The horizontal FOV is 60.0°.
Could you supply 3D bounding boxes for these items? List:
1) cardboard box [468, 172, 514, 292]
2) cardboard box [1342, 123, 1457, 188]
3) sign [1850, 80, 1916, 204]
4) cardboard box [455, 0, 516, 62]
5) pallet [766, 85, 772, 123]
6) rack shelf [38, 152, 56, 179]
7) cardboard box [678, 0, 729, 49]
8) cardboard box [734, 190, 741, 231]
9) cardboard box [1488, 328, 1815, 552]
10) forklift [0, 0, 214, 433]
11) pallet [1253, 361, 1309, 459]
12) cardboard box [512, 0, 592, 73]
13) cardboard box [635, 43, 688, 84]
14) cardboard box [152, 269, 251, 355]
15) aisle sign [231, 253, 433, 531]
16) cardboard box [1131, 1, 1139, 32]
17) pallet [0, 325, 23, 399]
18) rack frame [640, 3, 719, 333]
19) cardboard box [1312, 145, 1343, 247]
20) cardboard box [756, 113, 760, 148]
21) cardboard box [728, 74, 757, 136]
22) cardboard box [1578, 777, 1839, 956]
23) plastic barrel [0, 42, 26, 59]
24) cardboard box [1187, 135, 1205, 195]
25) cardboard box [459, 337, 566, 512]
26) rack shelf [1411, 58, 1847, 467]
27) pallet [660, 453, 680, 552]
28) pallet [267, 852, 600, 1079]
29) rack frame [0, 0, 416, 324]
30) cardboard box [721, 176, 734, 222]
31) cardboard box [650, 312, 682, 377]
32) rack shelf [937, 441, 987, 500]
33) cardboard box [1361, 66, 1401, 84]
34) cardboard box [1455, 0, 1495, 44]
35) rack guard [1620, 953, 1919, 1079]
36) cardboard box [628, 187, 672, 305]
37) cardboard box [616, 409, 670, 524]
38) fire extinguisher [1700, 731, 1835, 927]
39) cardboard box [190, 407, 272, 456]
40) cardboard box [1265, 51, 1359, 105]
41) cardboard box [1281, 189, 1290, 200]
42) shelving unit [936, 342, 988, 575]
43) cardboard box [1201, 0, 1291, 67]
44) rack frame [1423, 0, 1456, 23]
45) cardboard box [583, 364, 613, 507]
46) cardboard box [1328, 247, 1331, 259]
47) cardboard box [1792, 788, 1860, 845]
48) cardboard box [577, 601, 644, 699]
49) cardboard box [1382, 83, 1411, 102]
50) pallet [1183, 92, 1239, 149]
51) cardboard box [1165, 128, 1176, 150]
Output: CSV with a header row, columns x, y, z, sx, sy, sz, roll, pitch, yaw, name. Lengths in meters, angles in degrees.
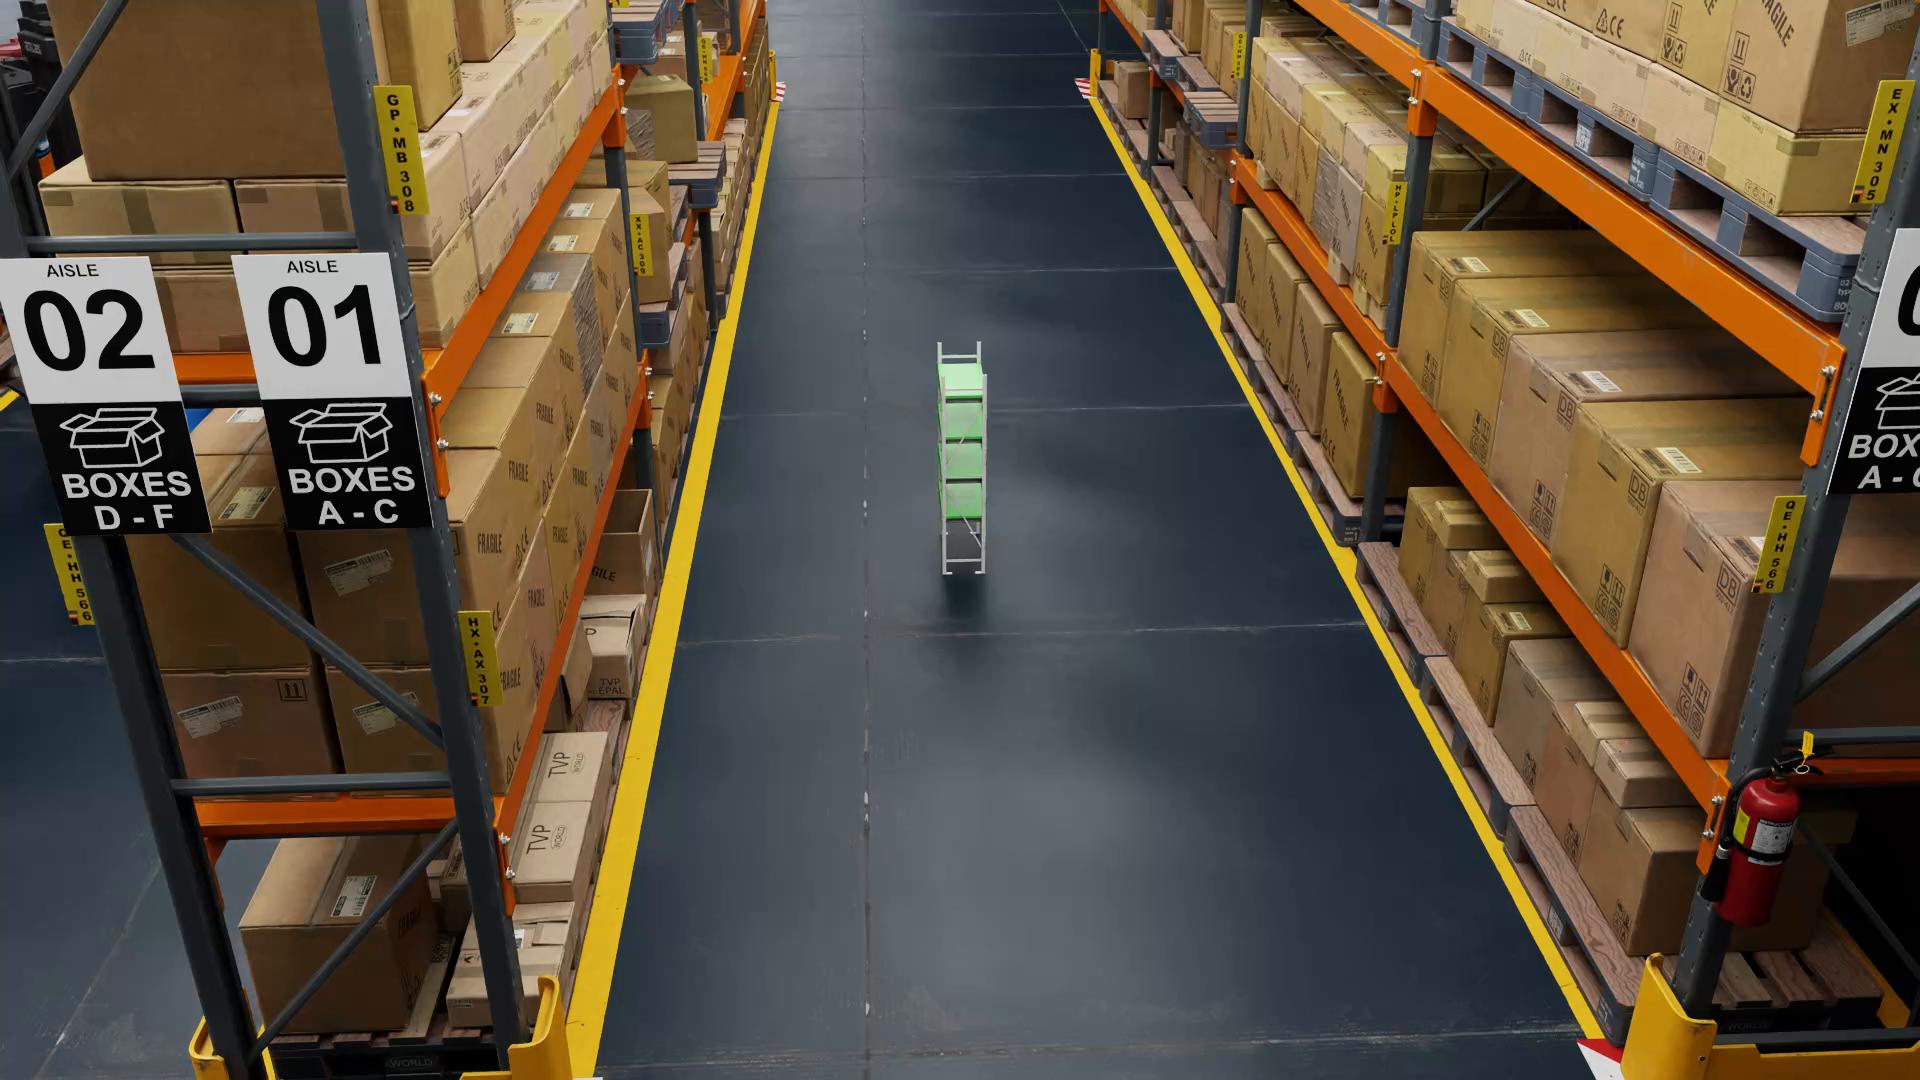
x,y,z,sx,sy,sz,roll,pitch,yaw,name
-1.741,-0.989,5.321,0.500,0.250,0.500,-1,28,-3,cardboard box
2.486,-2.183,9.430,0.500,0.250,0.500,-1,28,-2,cardboard box
2.449,-1.053,4.410,0.100,0.325,0.005,-1,28,-3,sign
-2.005,-2.000,5.908,0.700,0.500,0.500,-1,28,-3,cardboard box
-2.708,-5.051,19.207,1.003,0.211,1.213,-1,28,-3,pallet
-7.424,-3.432,13.865,1.077,0.370,4.000,-1,28,-3,rack shelf
-2.611,-5.042,16.065,0.700,0.500,0.500,-2,28,-4,cardboard box
-2.193,-2.870,14.529,0.500,0.250,0.500,-1,28,-2,cardboard box
2.876,-0.429,7.004,0.980,0.700,0.700,-3,28,-5,cardboard box
-5.119,-1.854,10.136,3.031,2.935,1.130,21,34,34,forklift
2.601,-0.902,11.252,1.003,0.211,1.213,-1,28,-3,pallet
-1.844,-2.134,6.977,0.500,0.250,0.500,-1,28,-3,cardboard box
-2.476,-3.764,13.616,0.500,0.500,0.500,-3,28,-5,cardboard box
-2.245,-0.745,4.854,0.500,0.250,0.500,-1,28,-3,cardboard box
-1.658,-0.379,4.422,0.394,0.787,0.004,-1,28,-3,aisle sign
2.020,-5.298,16.805,0.500,0.250,0.500,-1,28,-2,cardboard box
-7.236,-1.228,11.876,1.003,0.211,1.213,-1,28,-3,pallet
-2.372,-2.945,12.154,1.000,3.000,0.127,-1,28,-3,rack frame
2.453,-2.079,10.042,0.500,0.500,0.500,-1,28,-3,cardboard box
-2.324,-4.212,17.102,0.500,0.250,0.500,-1,28,-3,cardboard box
-2.293,-4.314,16.486,0.500,0.500,0.500,-1,28,-3,cardboard box
2.856,1.229,6.399,0.700,0.500,0.500,-1,28,-3,cardboard box
-7.636,-3.749,13.548,0.433,0.535,0.433,0,28,0,plastic barrel
2.498,-3.424,15.298,0.700,0.500,0.500,-2,28,-4,cardboard box
-1.771,-0.422,6.127,0.500,0.500,0.500,-1,28,-2,cardboard box
2.888,-1.307,6.546,1.077,0.370,4.000,-1,28,-3,rack shelf
-2.244,-0.236,9.975,1.003,0.211,1.213,-1,28,-3,pallet
-2.001,1.582,6.488,1.003,0.211,1.213,-1,28,-3,pallet
-1.955,-1.911,3.683,1.000,3.000,0.127,-1,28,-3,rack frame
-2.167,-2.888,13.957,0.500,0.311,0.500,-2,28,-4,cardboard box
-1.998,-1.209,10.240,0.500,0.250,0.500,-1,28,-3,cardboard box
0.009,-0.399,9.356,0.258,0.148,0.480,-1,28,-3,rack shelf
2.904,-2.905,10.814,0.500,0.250,0.500,-2,28,-4,cardboard box
2.556,-2.388,7.441,0.500,0.250,0.500,-1,28,-3,cardboard box
2.993,1.747,5.860,1.175,0.500,0.348,-1,28,-3,rack guard
-1.965,-1.553,8.922,0.700,0.500,0.500,-11,29,-20,cardboard box
-1.945,-0.414,9.528,0.500,0.500,0.500,-3,28,-5,cardboard box
2.539,0.908,5.252,0.296,0.674,0.183,-1,28,-3,fire extinguisher
-2.280,-0.171,5.645,0.500,0.500,0.500,-1,28,-1,cardboard box
2.369,-3.120,11.227,0.500,0.250,0.500,-2,28,-3,cardboard box
2.430,-2.452,11.458,0.380,0.149,0.250,-2,28,-3,cardboard box
0.009,-0.456,9.326,0.258,1.200,0.503,-1,28,-3,shelving unit
2.446,-4.356,14.274,0.700,0.500,0.500,2,28,4,cardboard box
2.783,-3.880,7.457,1.000,3.000,0.127,-1,28,-3,rack frame
-1.824,-0.443,7.247,0.500,0.500,0.500,-1,28,-1,cardboard box
2.459,-1.738,10.089,0.380,0.149,0.250,-1,28,-3,cardboard box
3.062,0.994,6.148,0.380,0.149,0.250,-1,28,-2,cardboard box
-1.811,0.501,7.977,0.500,0.311,0.500,-1,28,-3,cardboard box
2.931,-2.670,10.363,0.500,0.250,0.500,-2,28,-4,cardboard box
2.431,-3.308,13.057,1.213,0.211,1.003,-1,28,-3,pallet
2.308,-4.099,16.954,0.380,0.166,0.250,-5,28,-9,cardboard box
